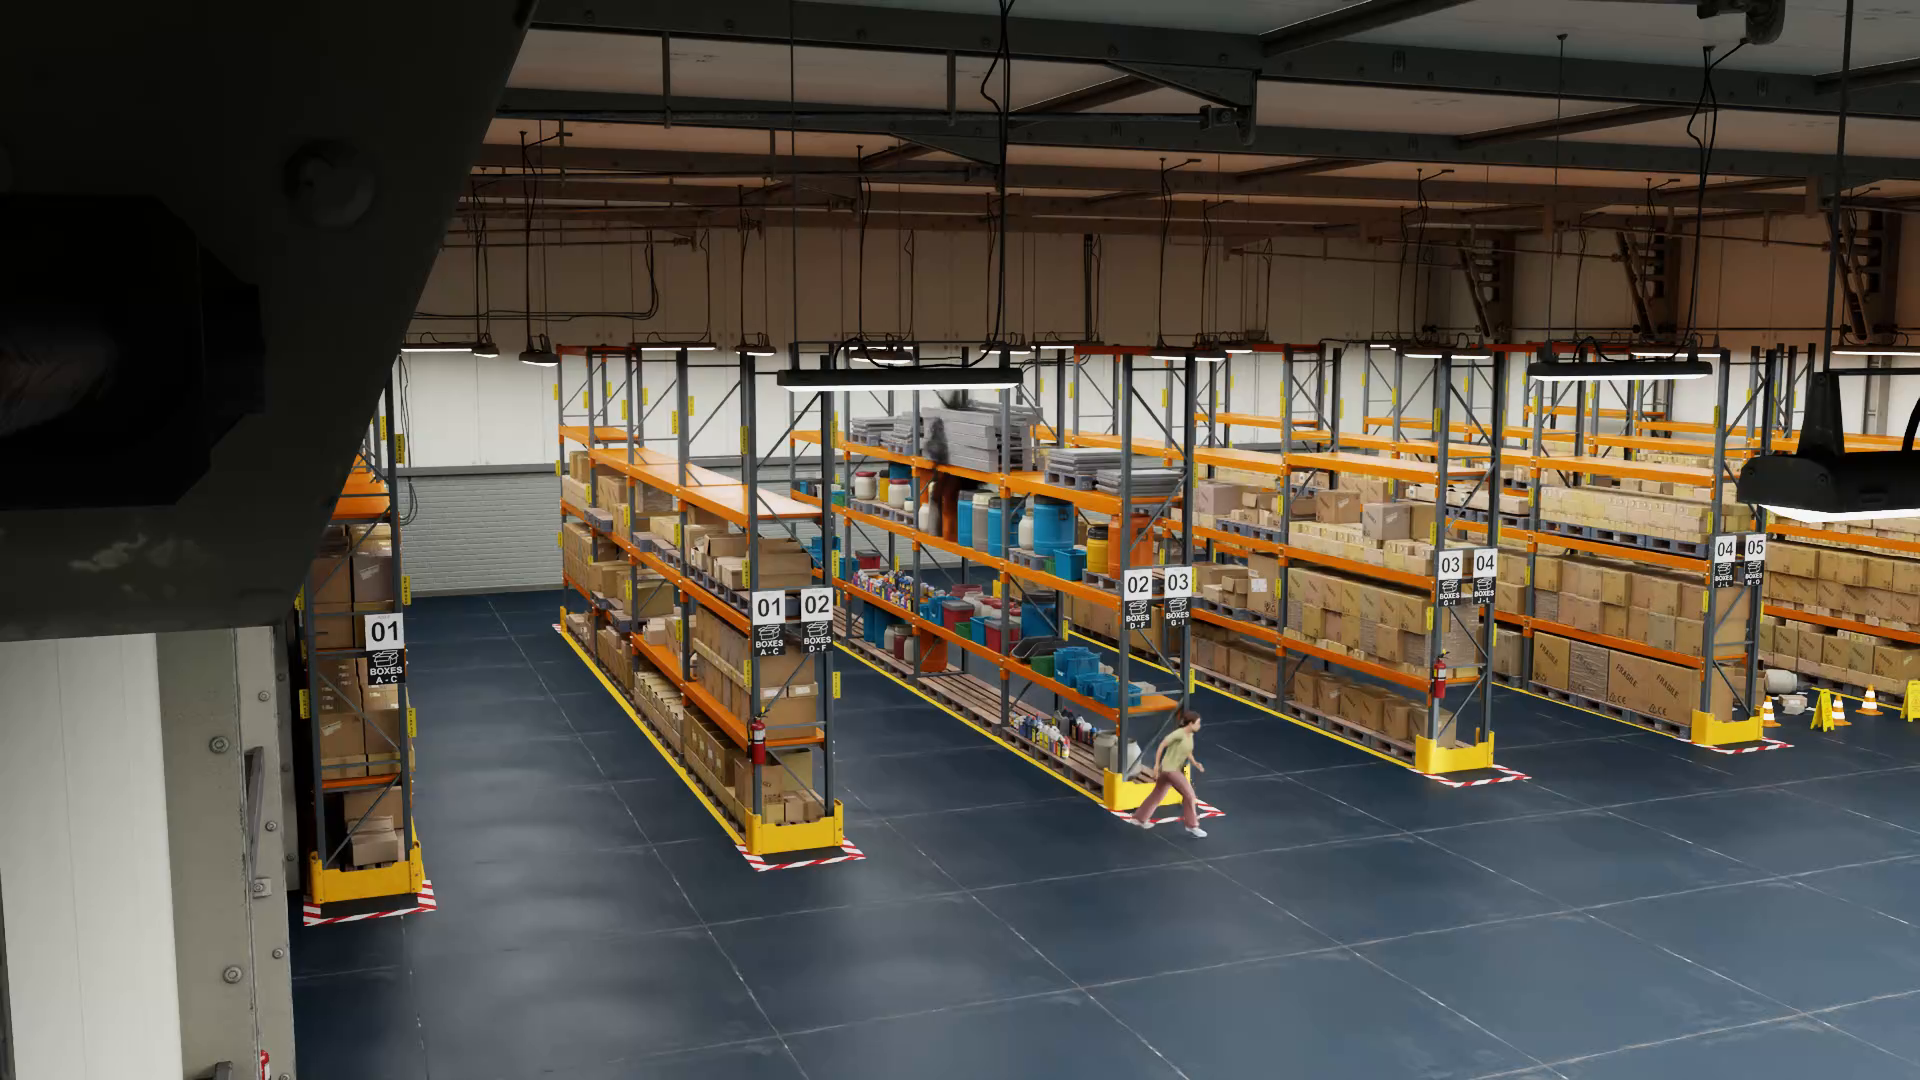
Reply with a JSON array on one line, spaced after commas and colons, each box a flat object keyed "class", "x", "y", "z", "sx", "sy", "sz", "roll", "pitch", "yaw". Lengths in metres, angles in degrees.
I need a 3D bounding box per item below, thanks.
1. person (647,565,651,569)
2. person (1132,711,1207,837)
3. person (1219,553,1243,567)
[{"class": "person", "x": -6.795, "y": 0.942, "z": 35.967, "sx": 0.522, "sy": 1.687, "sz": 0.687, "roll": 4, "pitch": 8, "yaw": 29}, {"class": "person", "x": 2.645, "y": 2.890, "z": 20.841, "sx": 0.983, "sy": 1.561, "sz": 0.586, "roll": 3, "pitch": 8, "yaw": 24}, {"class": "person", "x": 6.703, "y": 0.236, "z": 41.431, "sx": 0.886, "sy": 1.687, "sz": 0.677, "roll": 4, "pitch": 8, "yaw": 31}]
